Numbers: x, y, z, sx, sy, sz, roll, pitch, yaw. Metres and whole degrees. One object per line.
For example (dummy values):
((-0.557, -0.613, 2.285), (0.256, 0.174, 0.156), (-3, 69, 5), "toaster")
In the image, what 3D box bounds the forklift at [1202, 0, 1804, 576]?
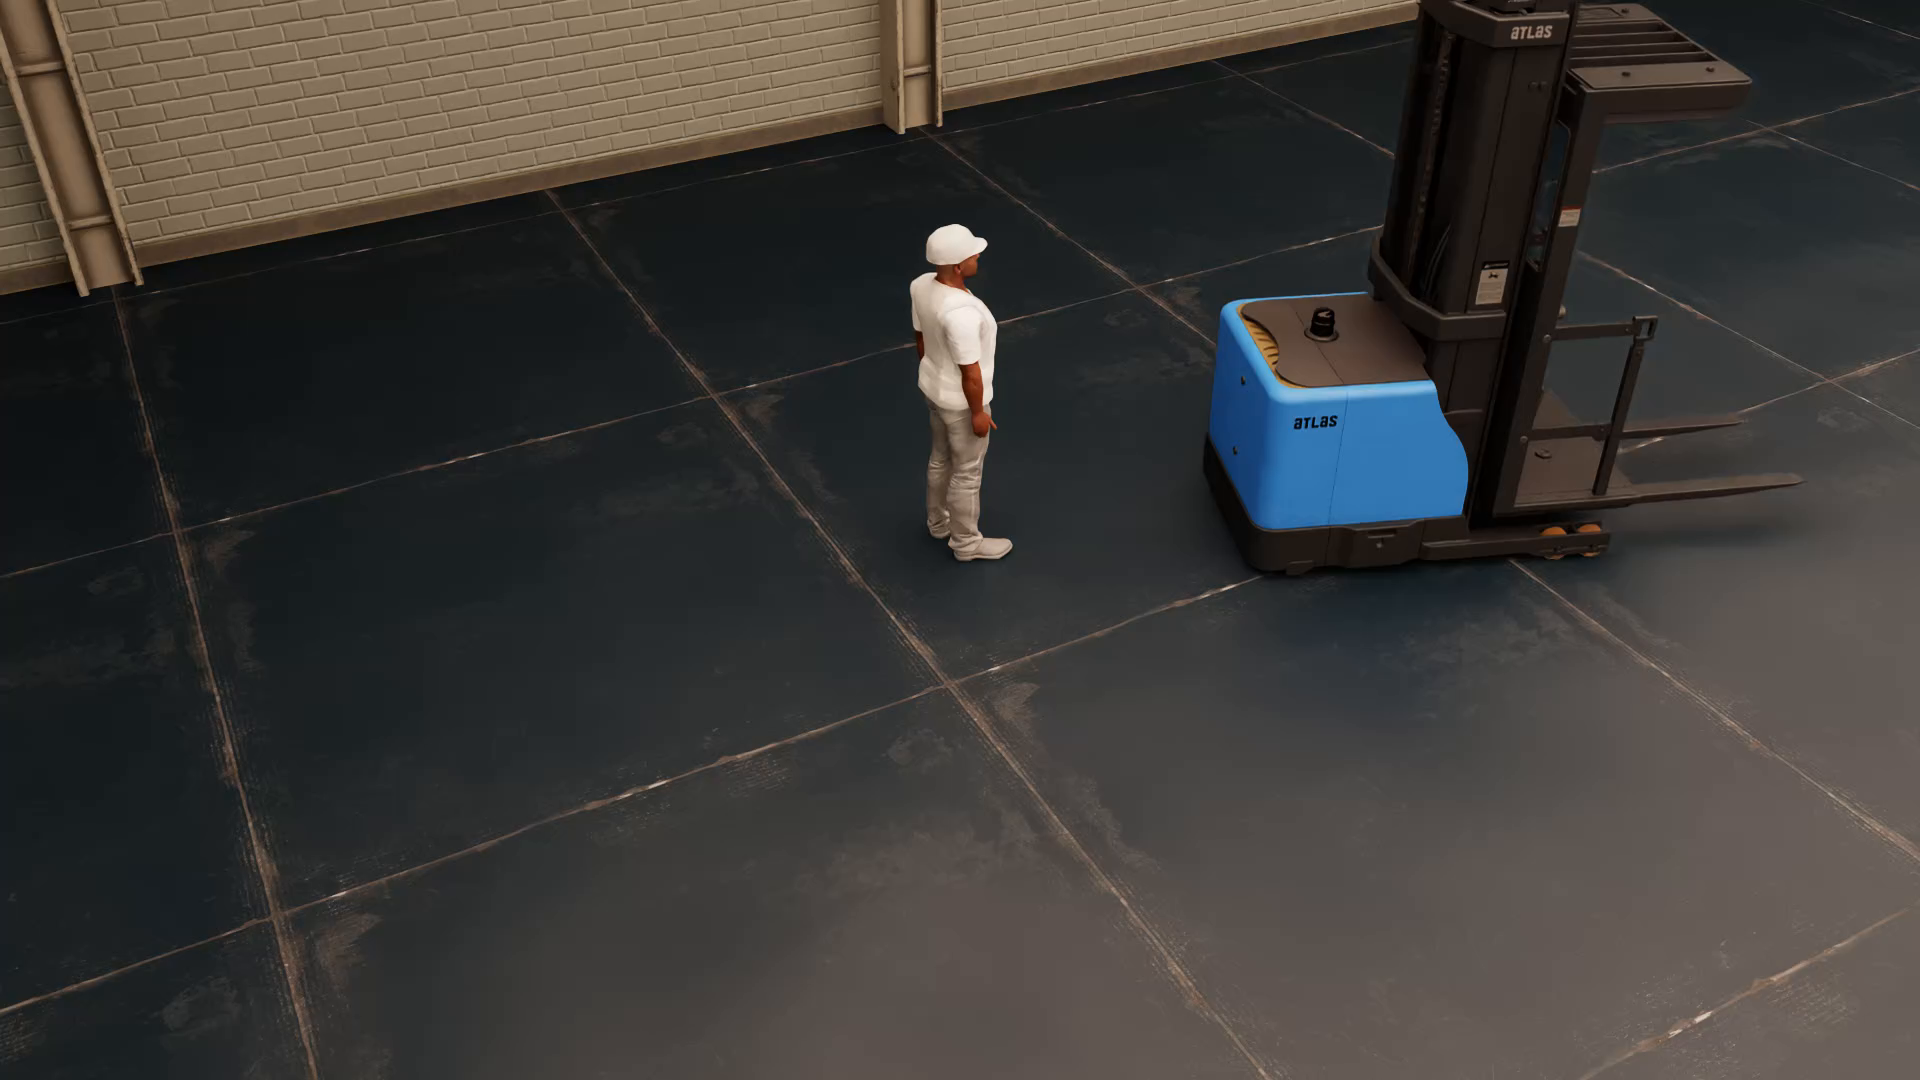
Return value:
((2.883, -1.395, 8.097), (3.031, 2.935, 1.130), (-5, 36, -6), "forklift")

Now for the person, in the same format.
((-0.003, -0.727, 8.161), (0.388, 1.770, 0.556), (-17, 39, -23), "person")
